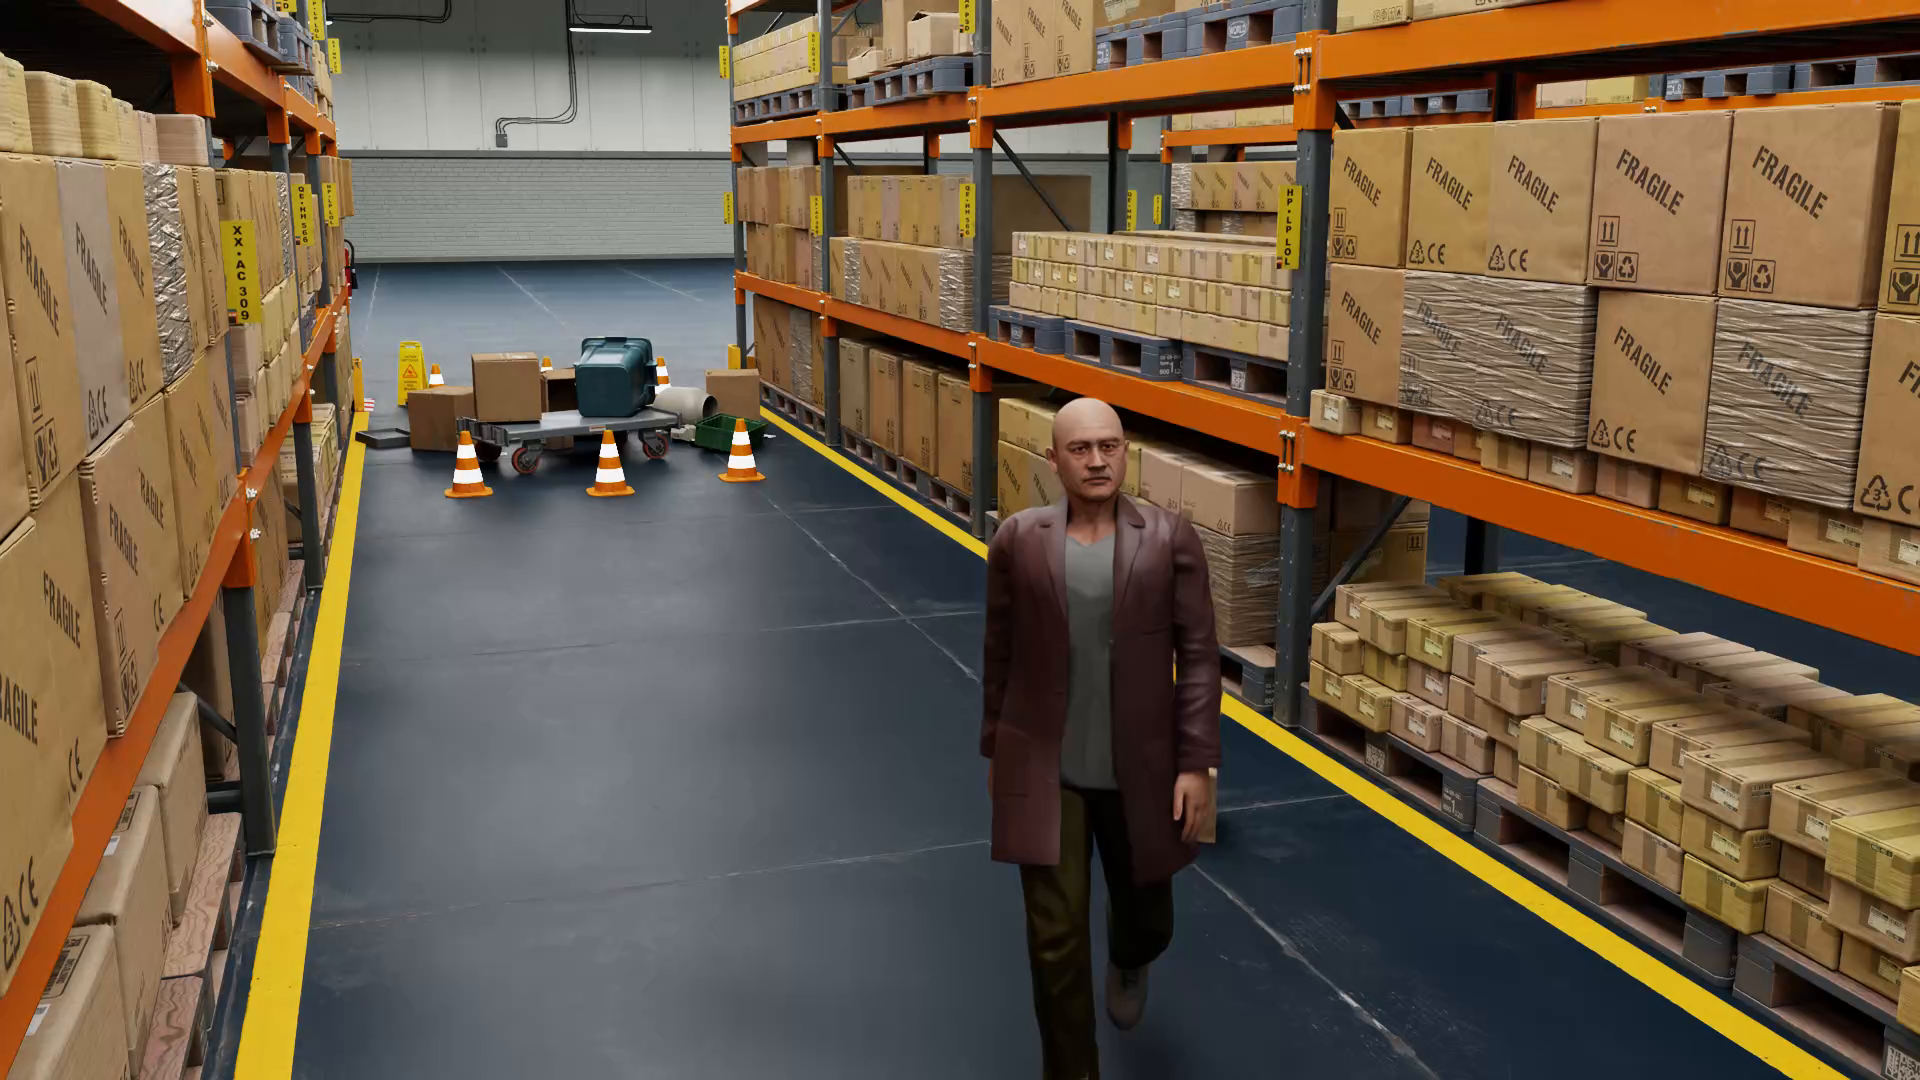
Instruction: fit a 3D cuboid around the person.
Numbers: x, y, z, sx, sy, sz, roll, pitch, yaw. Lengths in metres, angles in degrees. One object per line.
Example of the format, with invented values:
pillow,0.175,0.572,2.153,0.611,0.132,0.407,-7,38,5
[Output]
person,0.336,0.525,4.031,0.586,1.744,0.900,1,12,4
